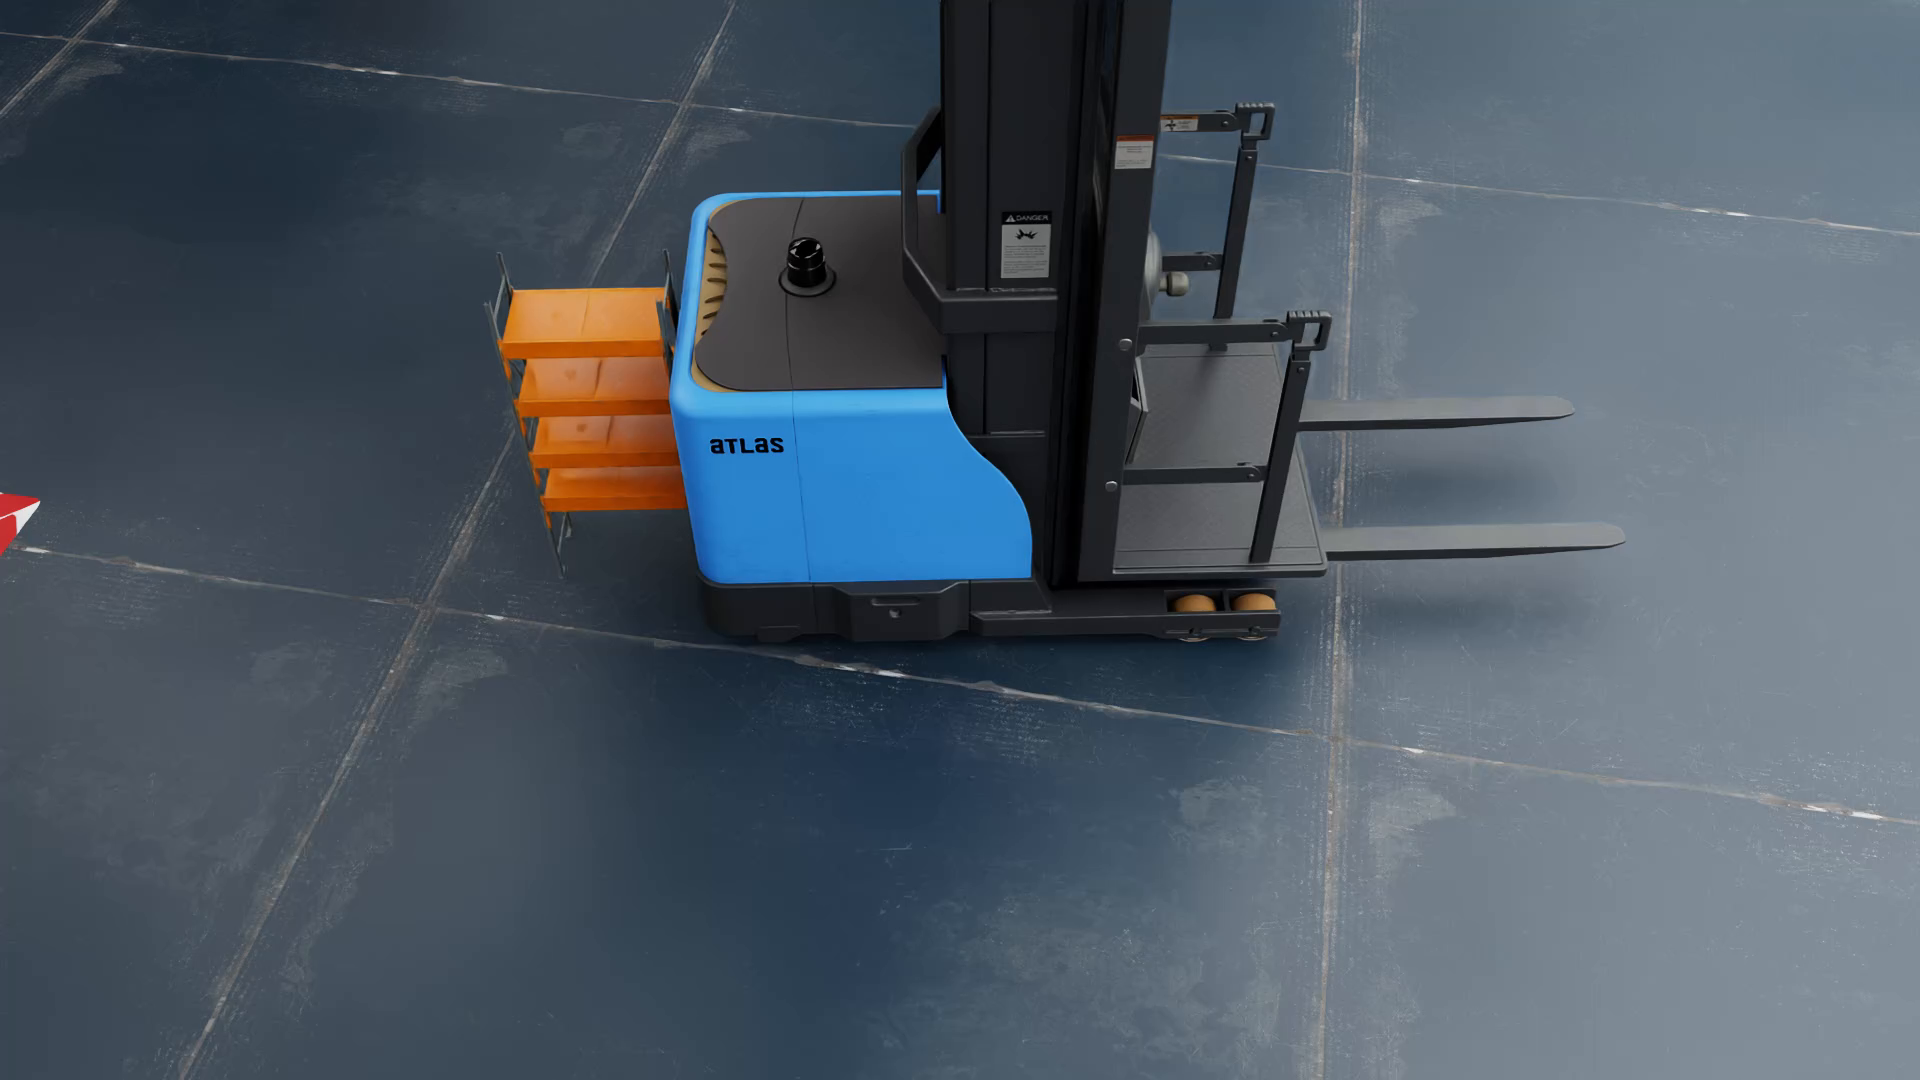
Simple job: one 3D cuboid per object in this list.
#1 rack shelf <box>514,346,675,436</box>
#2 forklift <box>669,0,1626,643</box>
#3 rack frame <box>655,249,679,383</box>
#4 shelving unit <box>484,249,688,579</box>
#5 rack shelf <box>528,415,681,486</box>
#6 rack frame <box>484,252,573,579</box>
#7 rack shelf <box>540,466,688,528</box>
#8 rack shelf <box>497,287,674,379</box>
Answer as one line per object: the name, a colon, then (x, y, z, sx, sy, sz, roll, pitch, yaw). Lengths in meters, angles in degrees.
rack shelf: (-1.110, -0.468, 5.153, 0.480, 0.148, 0.258, -1, 48, -1)
forklift: (0.661, -1.042, 4.716, 3.031, 2.935, 1.130, -1, 48, -1)
rack frame: (-0.866, -0.368, 5.274, 0.015, 1.200, 0.240, -1, 48, -1)
shelving unit: (-1.110, -0.363, 5.270, 0.503, 1.200, 0.258, -1, 48, -1)
rack shelf: (-1.110, -0.318, 5.320, 0.480, 0.148, 0.258, -1, 48, -1)
rack frame: (-1.354, -0.358, 5.265, 0.015, 1.200, 0.240, -1, 48, -1)
rack shelf: (-1.110, -0.185, 5.467, 0.480, 0.148, 0.258, -1, 48, -1)
rack shelf: (-1.110, -0.626, 4.977, 0.480, 0.148, 0.258, -1, 48, -1)
